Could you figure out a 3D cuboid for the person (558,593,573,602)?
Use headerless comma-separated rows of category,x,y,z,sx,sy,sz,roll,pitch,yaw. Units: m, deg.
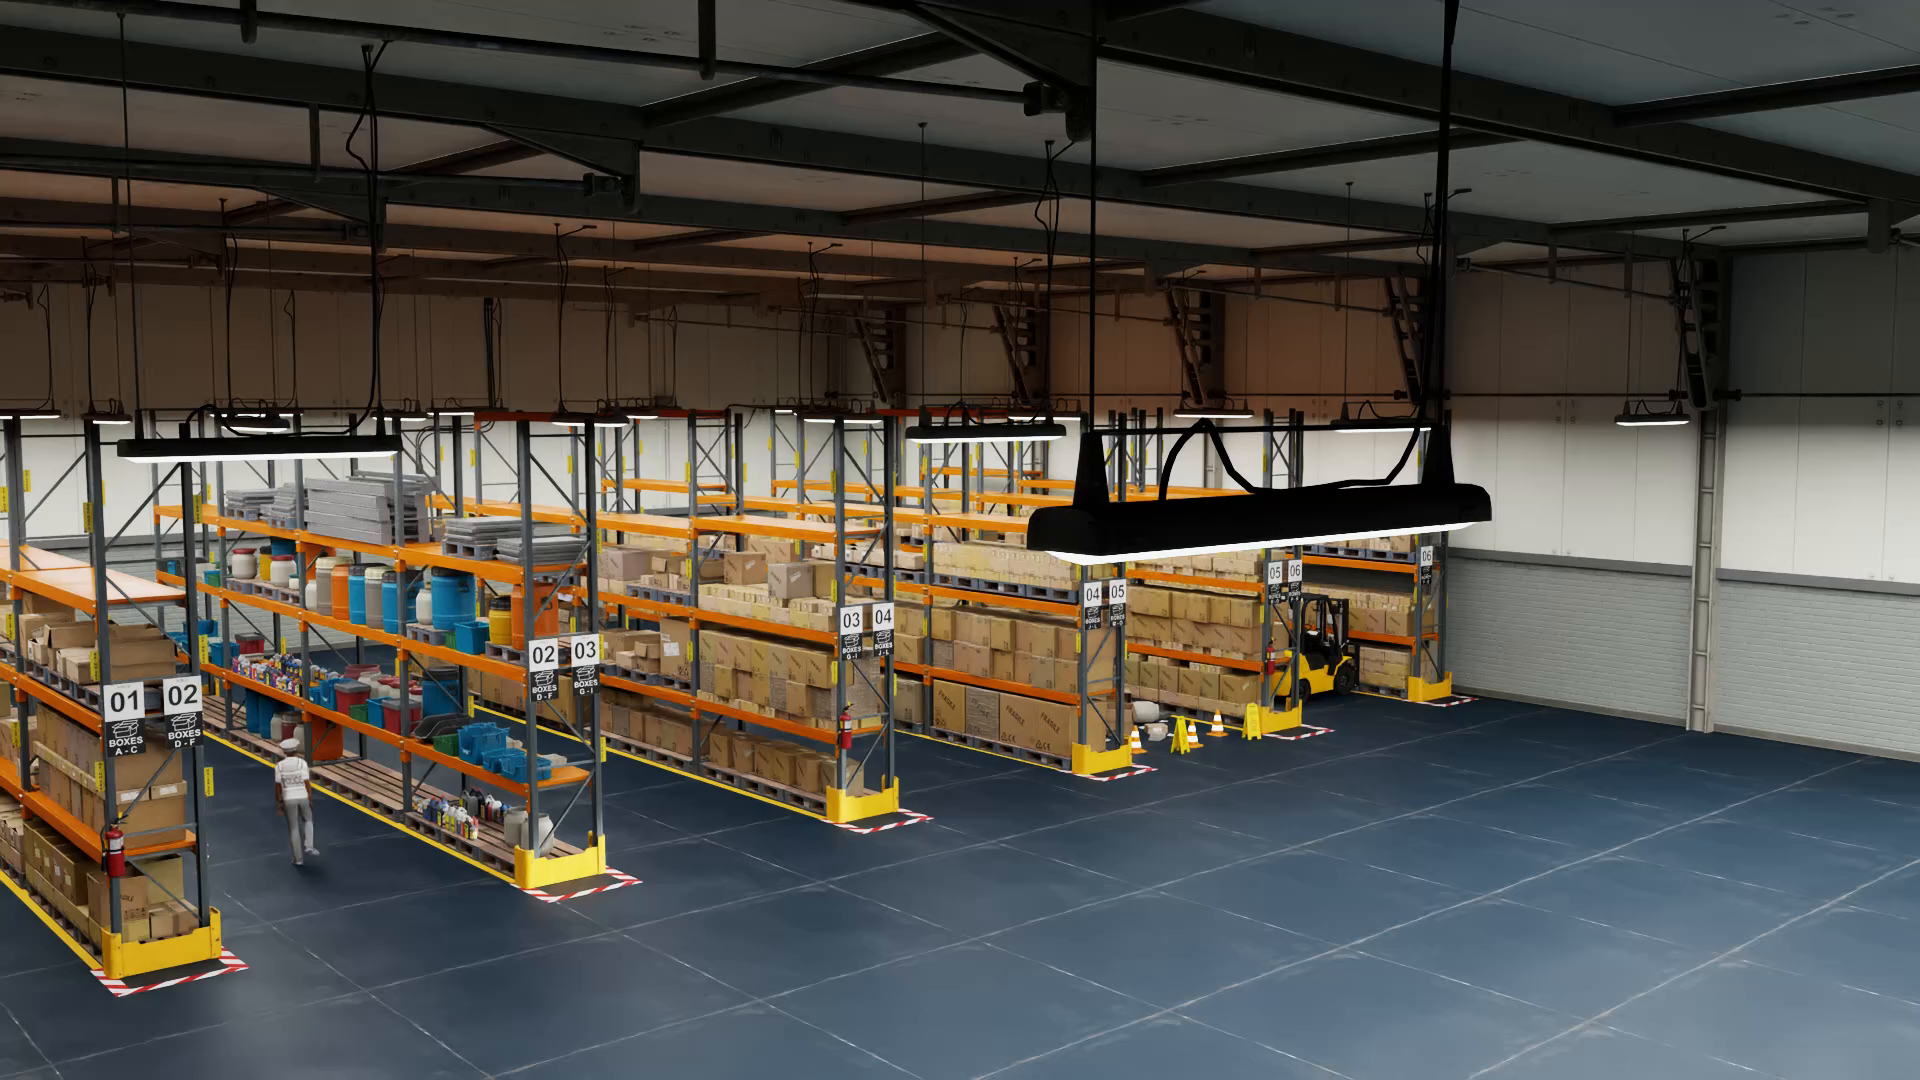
person,-9.867,1.881,41.460,0.460,1.589,1.045,-1,5,-10

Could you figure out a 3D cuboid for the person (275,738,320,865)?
person,-8.939,3.522,22.412,0.506,1.671,0.482,-3,6,-31
